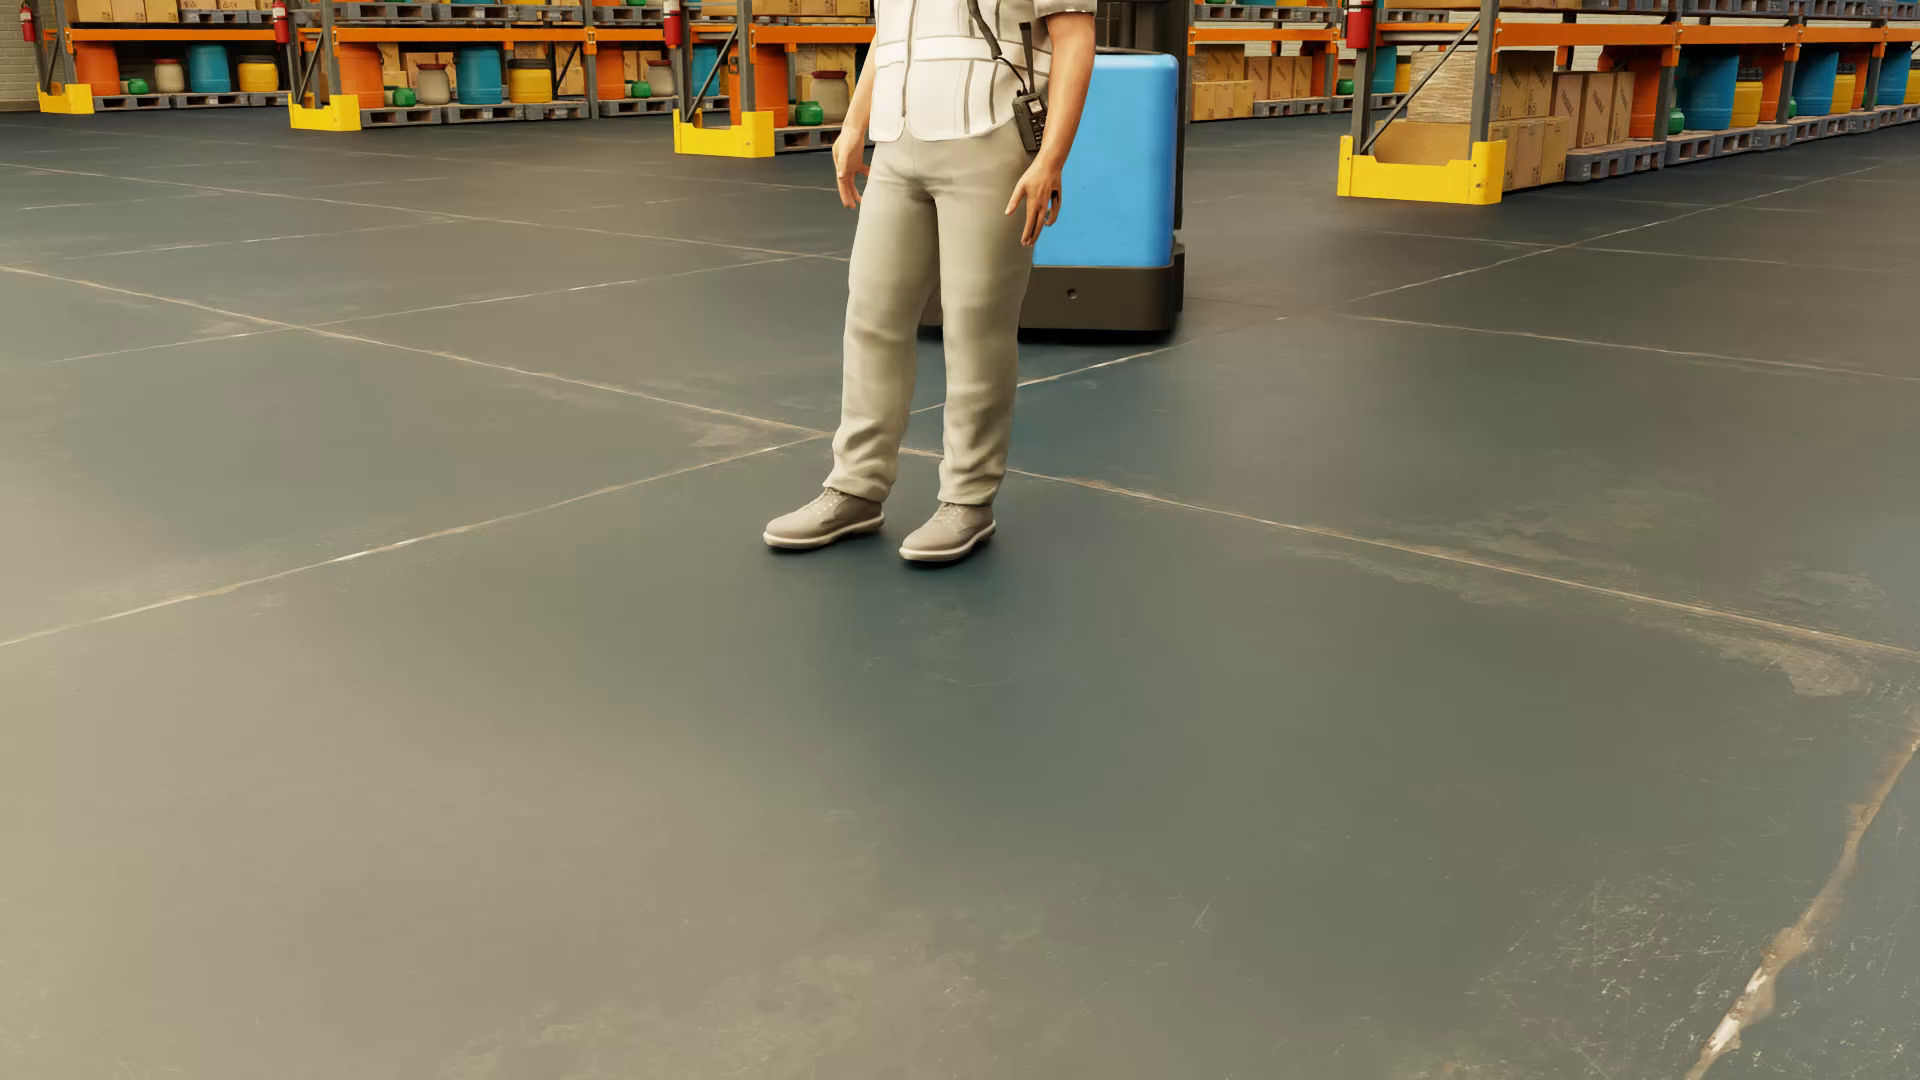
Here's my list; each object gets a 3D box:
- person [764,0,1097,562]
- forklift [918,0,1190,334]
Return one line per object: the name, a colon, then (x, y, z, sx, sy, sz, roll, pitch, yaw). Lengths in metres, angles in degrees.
person: (-0.059, -0.844, 3.631, 0.640, 1.781, 0.575, 13, 21, 37)
forklift: (0.483, -2.578, 7.387, 1.130, 2.935, 3.031, 2, 17, 8)
